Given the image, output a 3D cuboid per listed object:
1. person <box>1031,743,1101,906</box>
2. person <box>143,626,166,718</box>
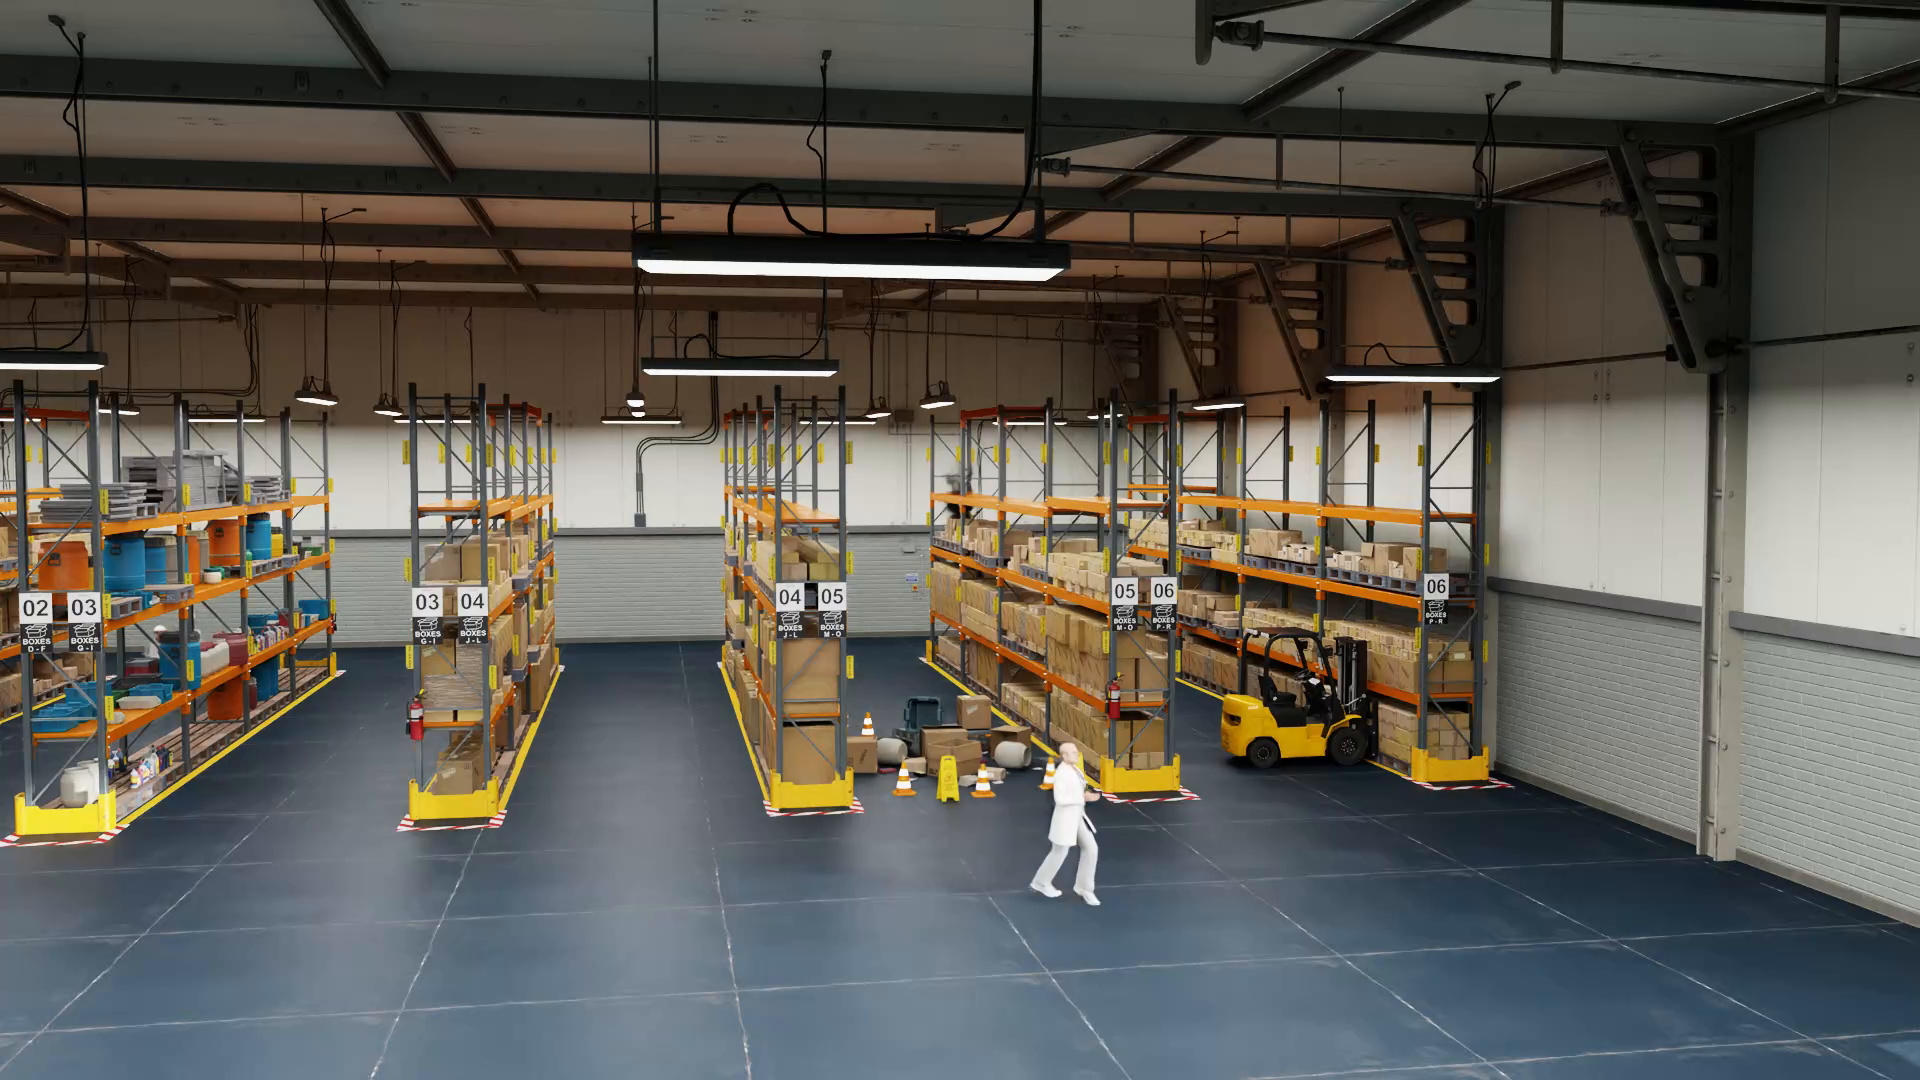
[{"bbox_3d":[1.194,3.178,18.565,0.868,1.851,0.687,2,3,30],"label":"person"},{"bbox_3d":[-15.357,2.514,31.955,0.670,1.753,0.687,-1,3,-11],"label":"person"}]
